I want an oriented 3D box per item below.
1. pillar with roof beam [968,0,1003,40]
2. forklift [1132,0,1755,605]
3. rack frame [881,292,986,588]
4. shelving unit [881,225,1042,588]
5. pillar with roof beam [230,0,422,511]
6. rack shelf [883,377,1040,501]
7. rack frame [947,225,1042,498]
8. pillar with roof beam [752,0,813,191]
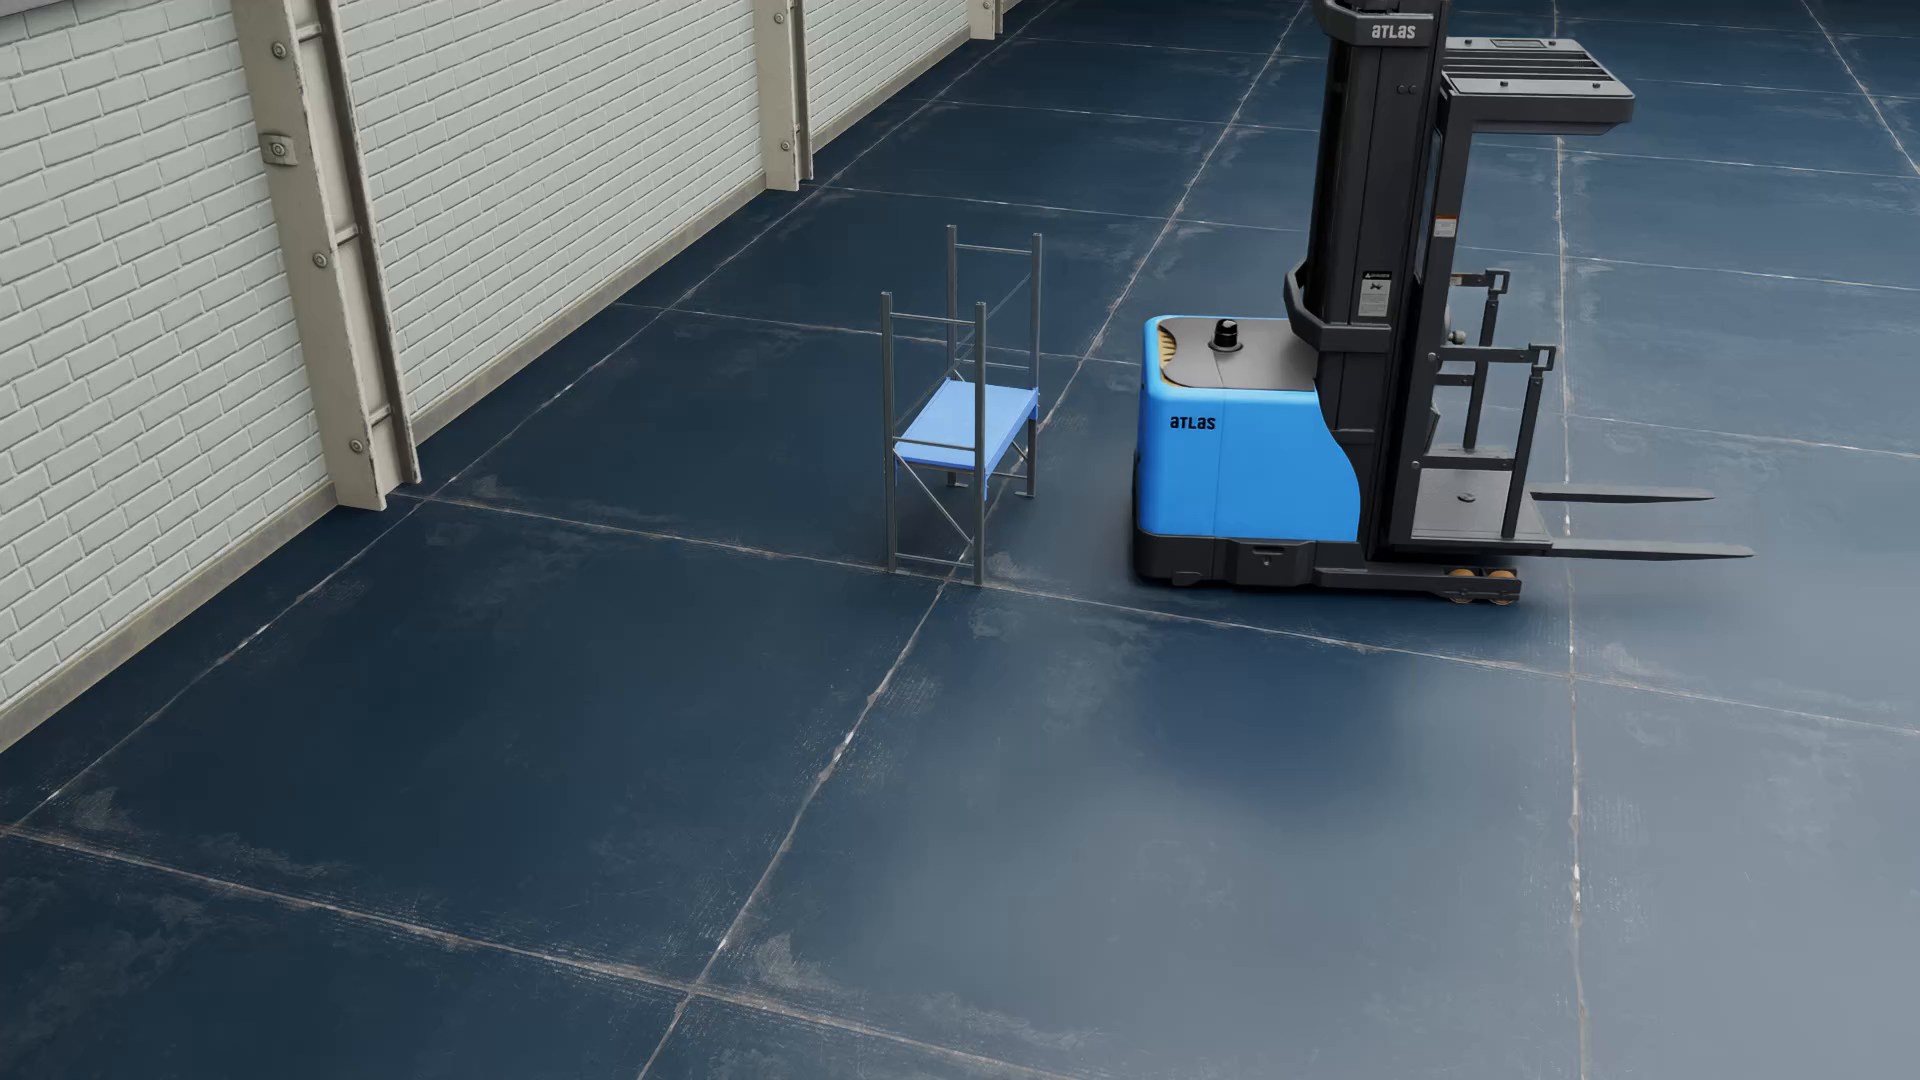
[{"bbox_3d":[4.405,-9.166,15.969,9.100,9.000,0.400,8,30,15],"label":"pillar with roof beam"},{"bbox_3d":[2.420,-1.232,7.949,3.031,2.935,1.130,2,29,4],"label":"forklift"},{"bbox_3d":[-0.124,-0.459,8.032,0.500,1.500,0.032,8,30,15],"label":"rack frame"},{"bbox_3d":[0.025,-0.695,8.457,0.538,1.500,1.048,8,30,15],"label":"shelving unit"},{"bbox_3d":[0.883,-3.589,5.945,9.100,9.000,0.400,8,30,15],"label":"pillar with roof beam"},{"bbox_3d":[0.025,-0.538,8.544,0.538,0.185,1.000,8,30,15],"label":"rack shelf"},{"bbox_3d":[0.174,-0.931,8.881,0.500,1.500,0.032,8,30,15],"label":"rack frame"},{"bbox_3d":[2.644,-6.377,10.957,9.100,9.000,0.400,8,30,15],"label":"pillar with roof beam"}]
